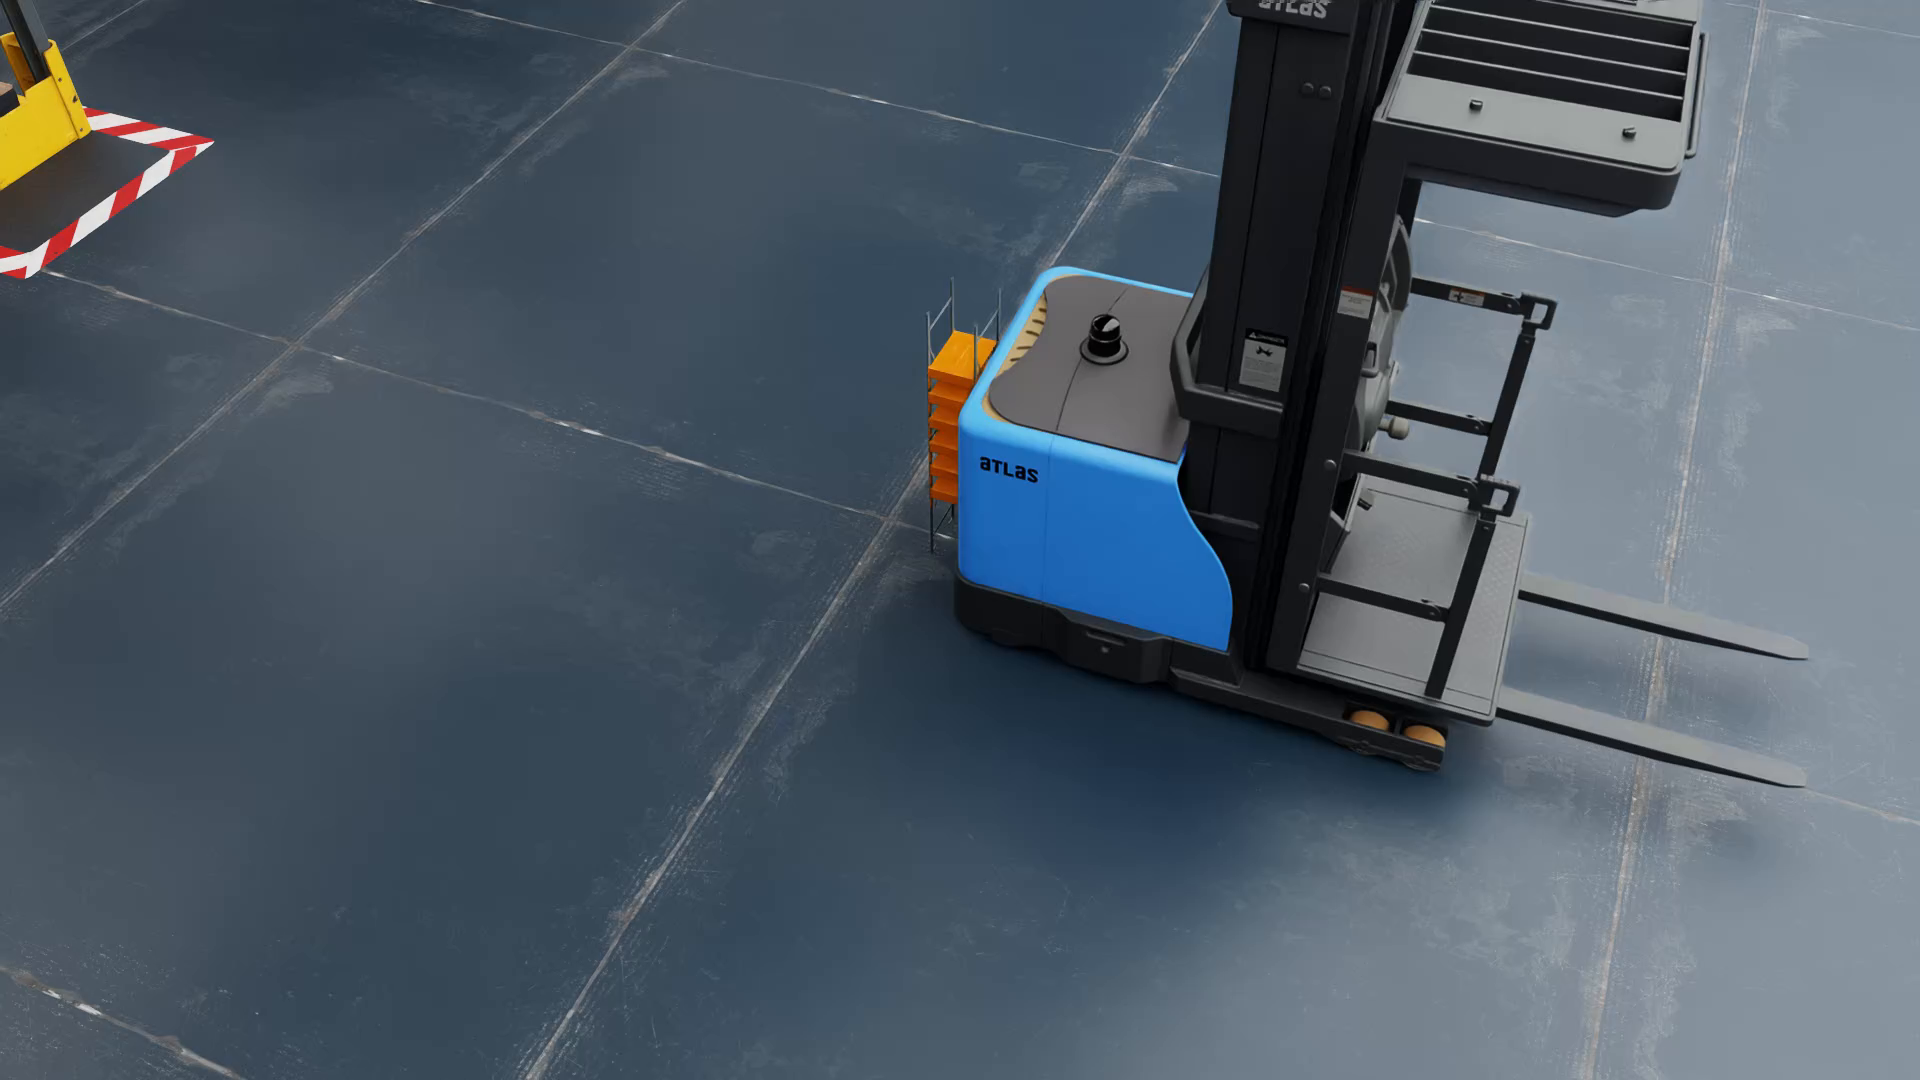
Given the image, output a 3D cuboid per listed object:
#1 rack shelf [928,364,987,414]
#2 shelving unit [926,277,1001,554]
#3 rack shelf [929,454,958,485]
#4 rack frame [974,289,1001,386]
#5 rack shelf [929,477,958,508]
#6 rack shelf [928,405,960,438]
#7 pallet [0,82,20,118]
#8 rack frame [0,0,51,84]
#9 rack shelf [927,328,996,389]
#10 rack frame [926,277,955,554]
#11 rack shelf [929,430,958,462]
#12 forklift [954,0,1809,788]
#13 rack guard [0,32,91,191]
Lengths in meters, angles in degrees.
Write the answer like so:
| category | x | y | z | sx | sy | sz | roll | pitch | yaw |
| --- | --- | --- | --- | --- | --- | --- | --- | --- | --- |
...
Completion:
| category | x | y | z | sx | sy | sz | roll | pitch | yaw |
| --- | --- | --- | --- | --- | --- | --- | --- | --- | --- |
| rack shelf | 0.013 | -0.560 | 6.185 | 0.180 | 0.103 | 0.258 | 16 | 47 | 16 |
| shelving unit | 0.013 | -0.421 | 6.323 | 0.189 | 1.200 | 0.258 | 16 | 47 | 16 |
| rack shelf | 0.013 | -0.305 | 6.439 | 0.180 | 0.103 | 0.258 | 16 | 47 | 16 |
| rack frame | 0.098 | -0.397 | 6.298 | 0.006 | 1.200 | 0.240 | 16 | 47 | 16 |
| rack shelf | 0.013 | -0.220 | 6.523 | 0.180 | 0.103 | 0.258 | 16 | 47 | 16 |
| rack shelf | 0.013 | -0.475 | 6.270 | 0.180 | 0.103 | 0.258 | 16 | 47 | 16 |
| pallet | -5.798 | -2.194 | 8.806 | 1.213 | 0.211 | 1.003 | 16 | 47 | 16 |
| rack frame | -4.962 | -2.968 | 7.607 | 0.127 | 3.000 | 1.000 | 16 | 47 | 16 |
| rack shelf | 0.013 | -0.645 | 6.100 | 0.180 | 0.103 | 0.258 | 16 | 47 | 16 |
| rack frame | -0.071 | -0.446 | 6.348 | 0.006 | 1.200 | 0.240 | 16 | 47 | 16 |
| rack shelf | 0.013 | -0.390 | 6.354 | 0.180 | 0.103 | 0.258 | 16 | 47 | 16 |
| forklift | 1.550 | -0.646 | 5.321 | 3.031 | 2.935 | 1.130 | 15 | 47 | 14 |
| rack guard | -5.051 | -2.072 | 8.478 | 0.348 | 0.500 | 1.175 | 16 | 47 | 16 |
